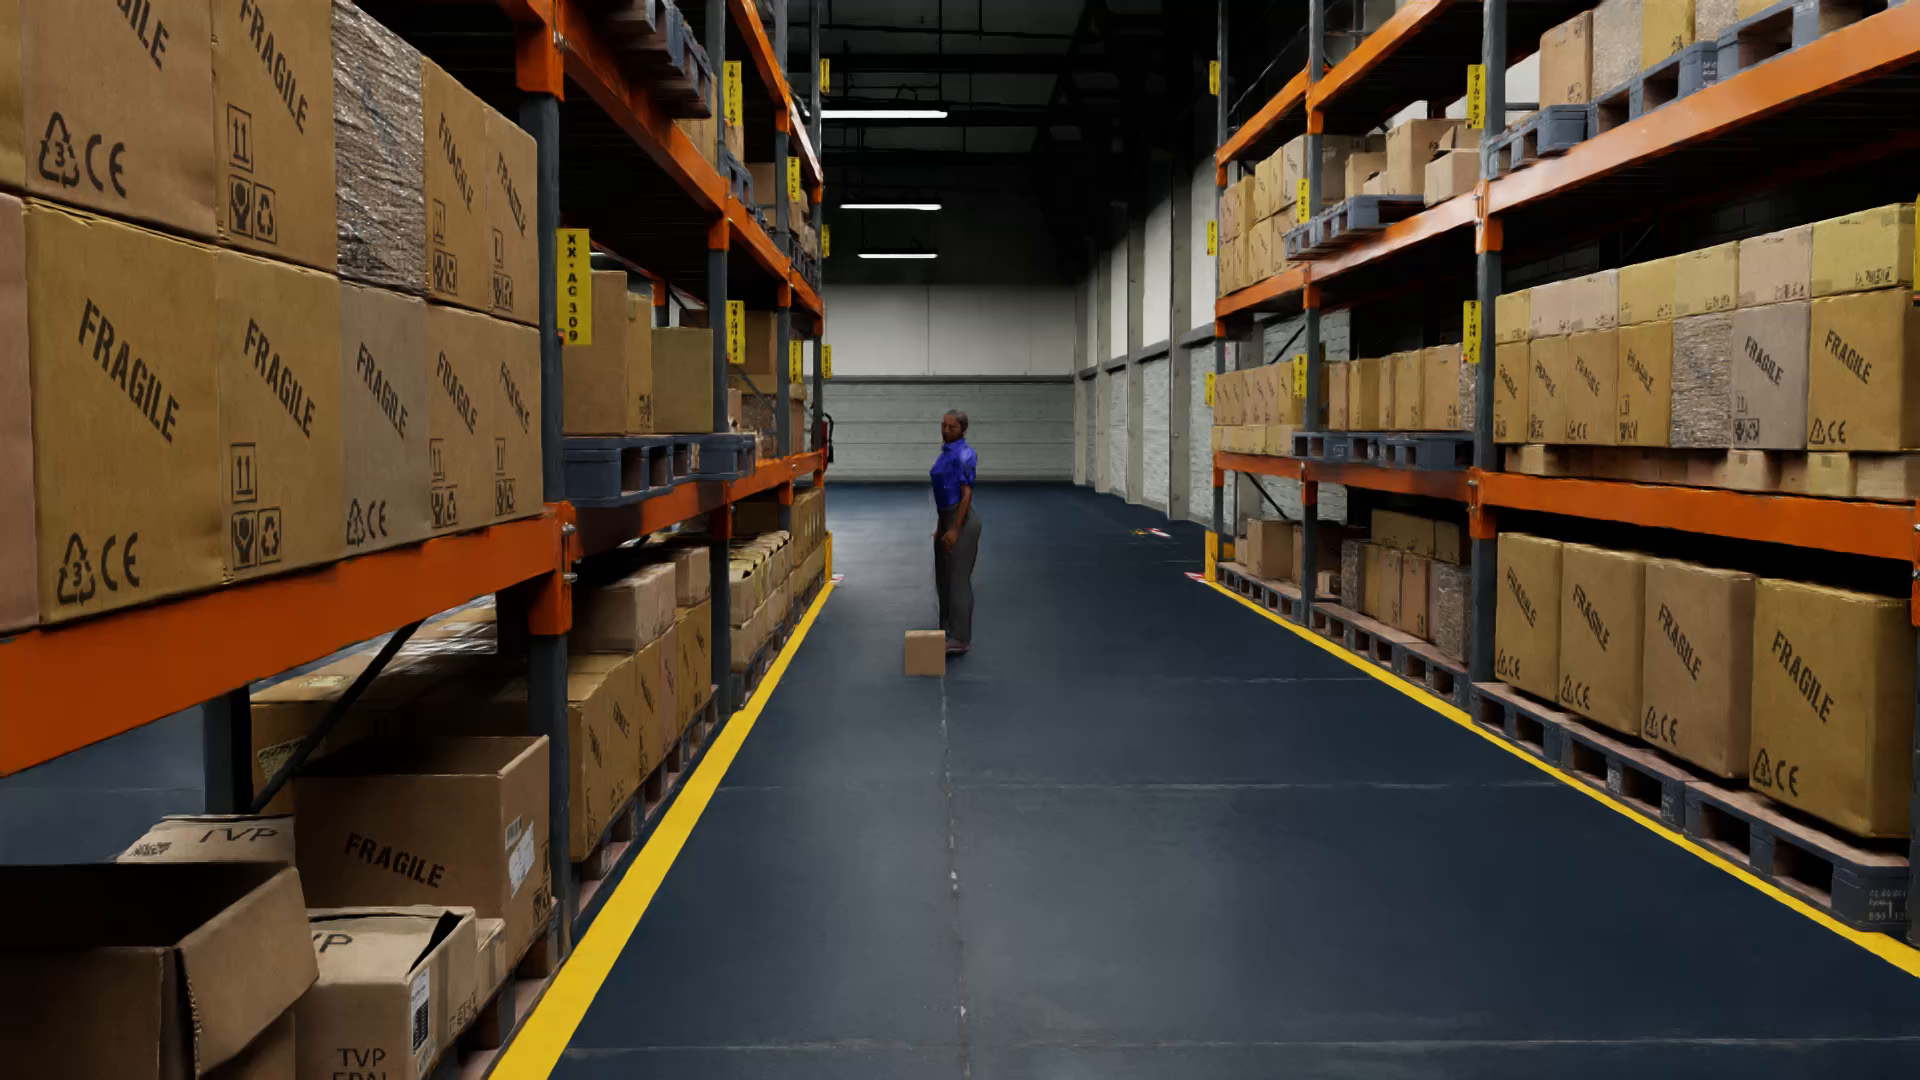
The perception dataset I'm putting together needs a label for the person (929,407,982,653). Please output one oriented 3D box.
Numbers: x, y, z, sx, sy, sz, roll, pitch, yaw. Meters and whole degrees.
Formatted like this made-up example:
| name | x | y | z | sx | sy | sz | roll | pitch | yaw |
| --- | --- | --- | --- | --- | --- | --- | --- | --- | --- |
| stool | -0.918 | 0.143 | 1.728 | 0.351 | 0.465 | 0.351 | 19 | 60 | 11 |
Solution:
| name | x | y | z | sx | sy | sz | roll | pitch | yaw |
| --- | --- | --- | --- | --- | --- | --- | --- | --- | --- |
| person | -0.059 | -0.054 | 11.325 | 0.372 | 1.698 | 0.497 | -1 | 4 | -20 |
